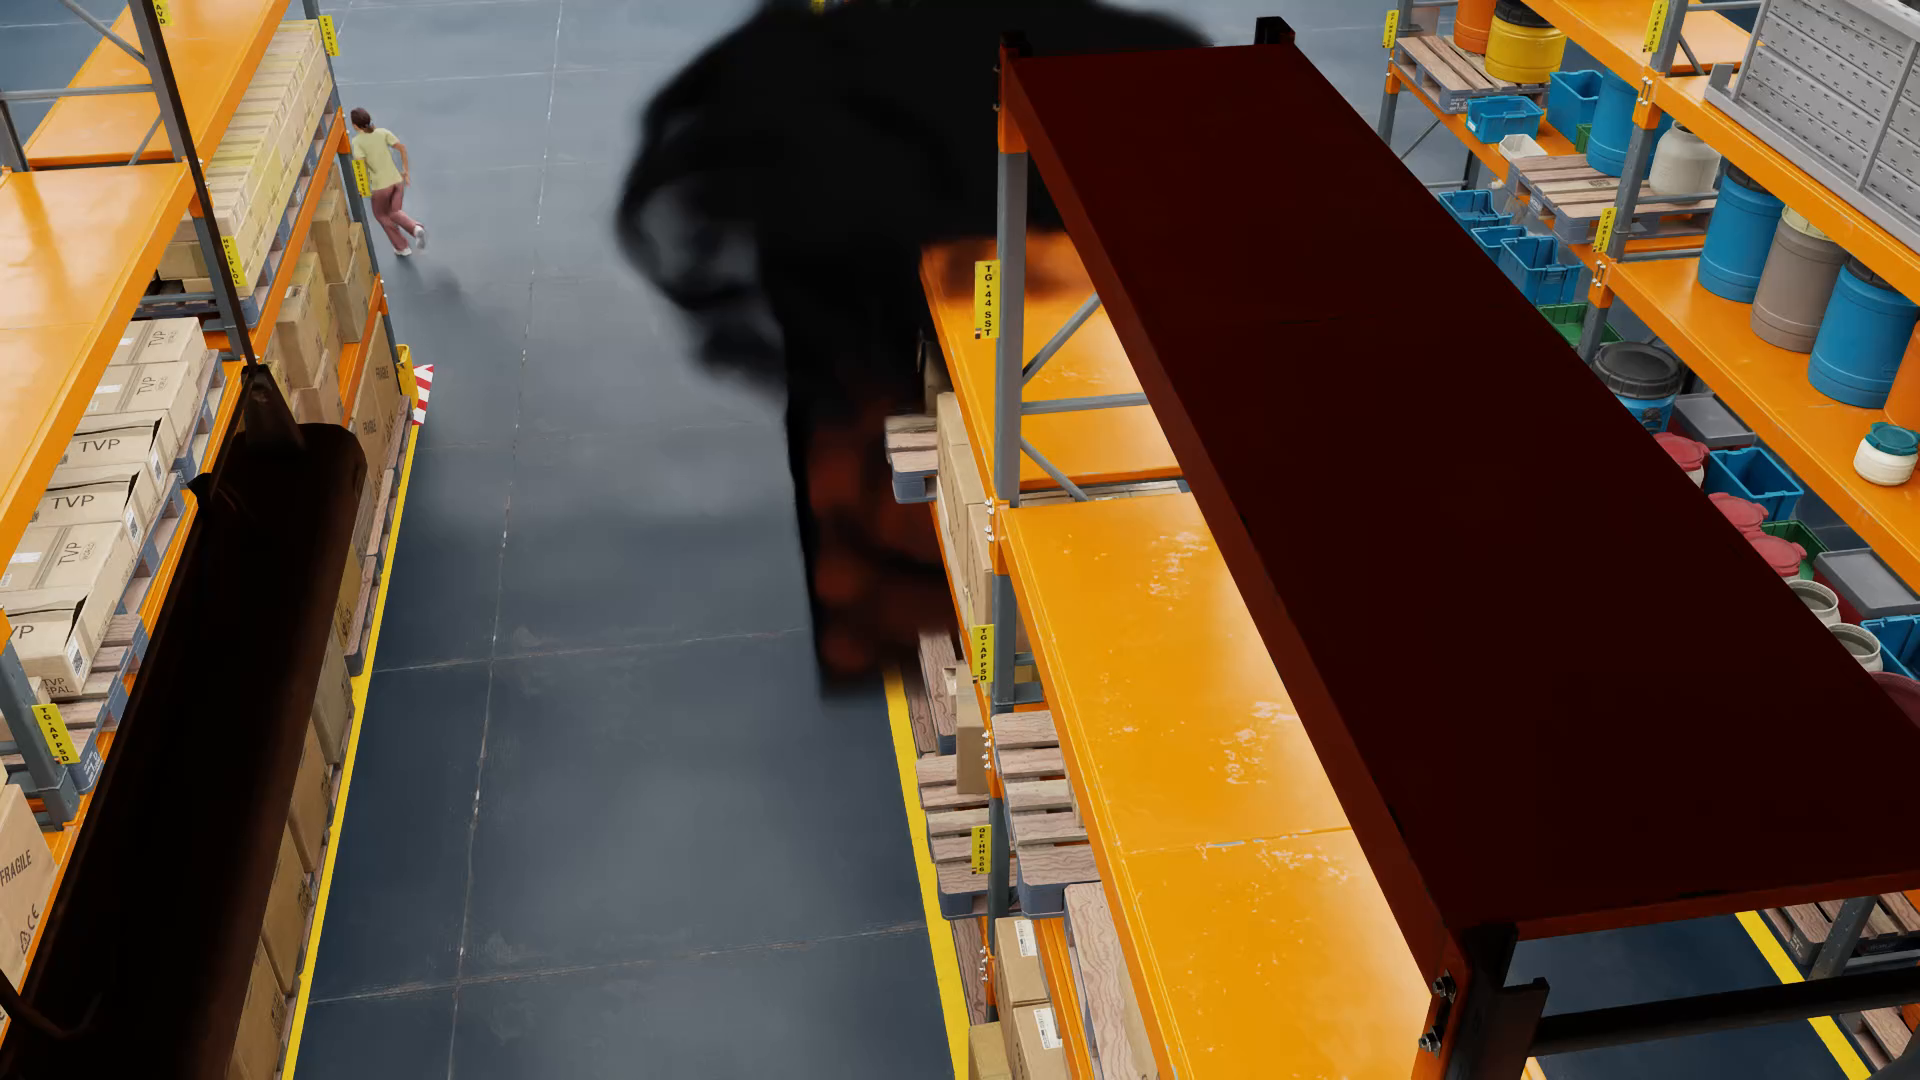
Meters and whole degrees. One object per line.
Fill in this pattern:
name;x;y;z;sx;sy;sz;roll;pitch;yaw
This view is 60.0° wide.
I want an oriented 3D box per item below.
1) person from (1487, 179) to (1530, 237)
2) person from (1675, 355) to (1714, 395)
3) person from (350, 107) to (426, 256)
person;5.520;-3.350;16.154;0.702;1.675;0.603;22;42;27
person;6.159;-1.599;13.682;0.669;1.753;0.697;-7;37;-10
person;-5.835;-3.582;17.023;0.777;1.612;0.576;22;42;27
